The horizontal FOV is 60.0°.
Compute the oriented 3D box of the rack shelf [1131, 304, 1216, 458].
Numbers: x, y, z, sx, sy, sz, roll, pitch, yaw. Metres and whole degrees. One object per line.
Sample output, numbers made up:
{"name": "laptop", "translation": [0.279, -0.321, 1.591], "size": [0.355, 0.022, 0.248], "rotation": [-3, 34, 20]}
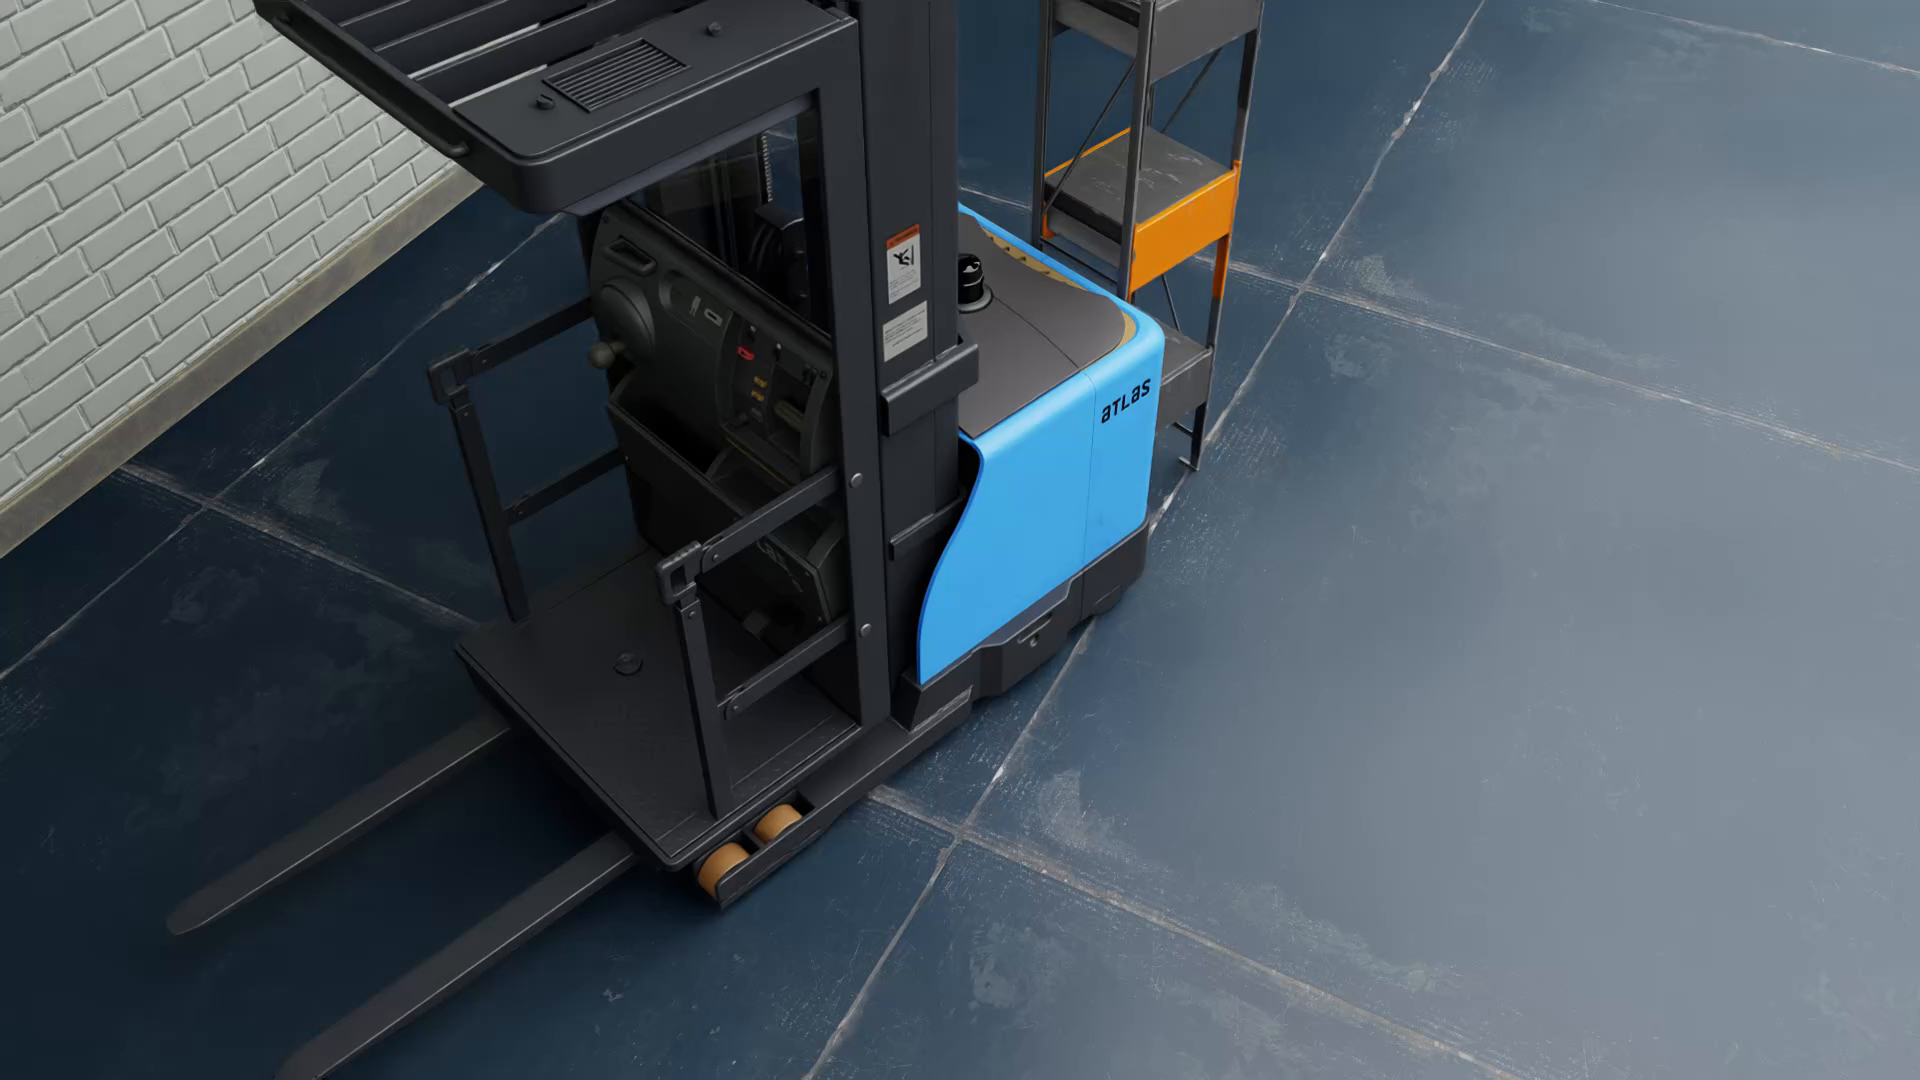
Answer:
{"name": "rack shelf", "translation": [0.543, -0.467, 5.739], "size": [0.480, 0.518, 0.431], "rotation": [-34, 54, -29]}

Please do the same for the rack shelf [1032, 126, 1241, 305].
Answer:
{"name": "rack shelf", "translation": [0.543, -0.960, 5.241], "size": [0.480, 0.518, 0.431], "rotation": [-34, 54, -29]}

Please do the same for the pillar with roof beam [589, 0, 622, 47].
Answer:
{"name": "pillar with roof beam", "translation": [2.271, -3.858, 3.236], "size": [9.100, 9.000, 0.400], "rotation": [20, 49, 19]}

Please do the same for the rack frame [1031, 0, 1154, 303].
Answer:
{"name": "rack frame", "translation": [0.366, -0.849, 5.113], "size": [0.015, 2.100, 0.400], "rotation": [-34, 54, -29]}

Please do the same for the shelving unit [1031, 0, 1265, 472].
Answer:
{"name": "shelving unit", "translation": [0.543, -0.969, 5.232], "size": [0.503, 2.100, 0.431], "rotation": [-34, 54, -29]}

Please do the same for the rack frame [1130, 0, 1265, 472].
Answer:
{"name": "rack frame", "translation": [0.719, -1.089, 5.350], "size": [0.015, 2.100, 0.400], "rotation": [-34, 54, -29]}

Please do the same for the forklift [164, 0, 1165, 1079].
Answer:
{"name": "forklift", "translation": [-0.796, -0.425, 4.110], "size": [3.031, 2.935, 1.130], "rotation": [-34, 54, -29]}

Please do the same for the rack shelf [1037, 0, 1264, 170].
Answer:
{"name": "rack shelf", "translation": [0.543, -1.452, 4.743], "size": [0.480, 0.518, 0.431], "rotation": [-34, 54, -29]}
